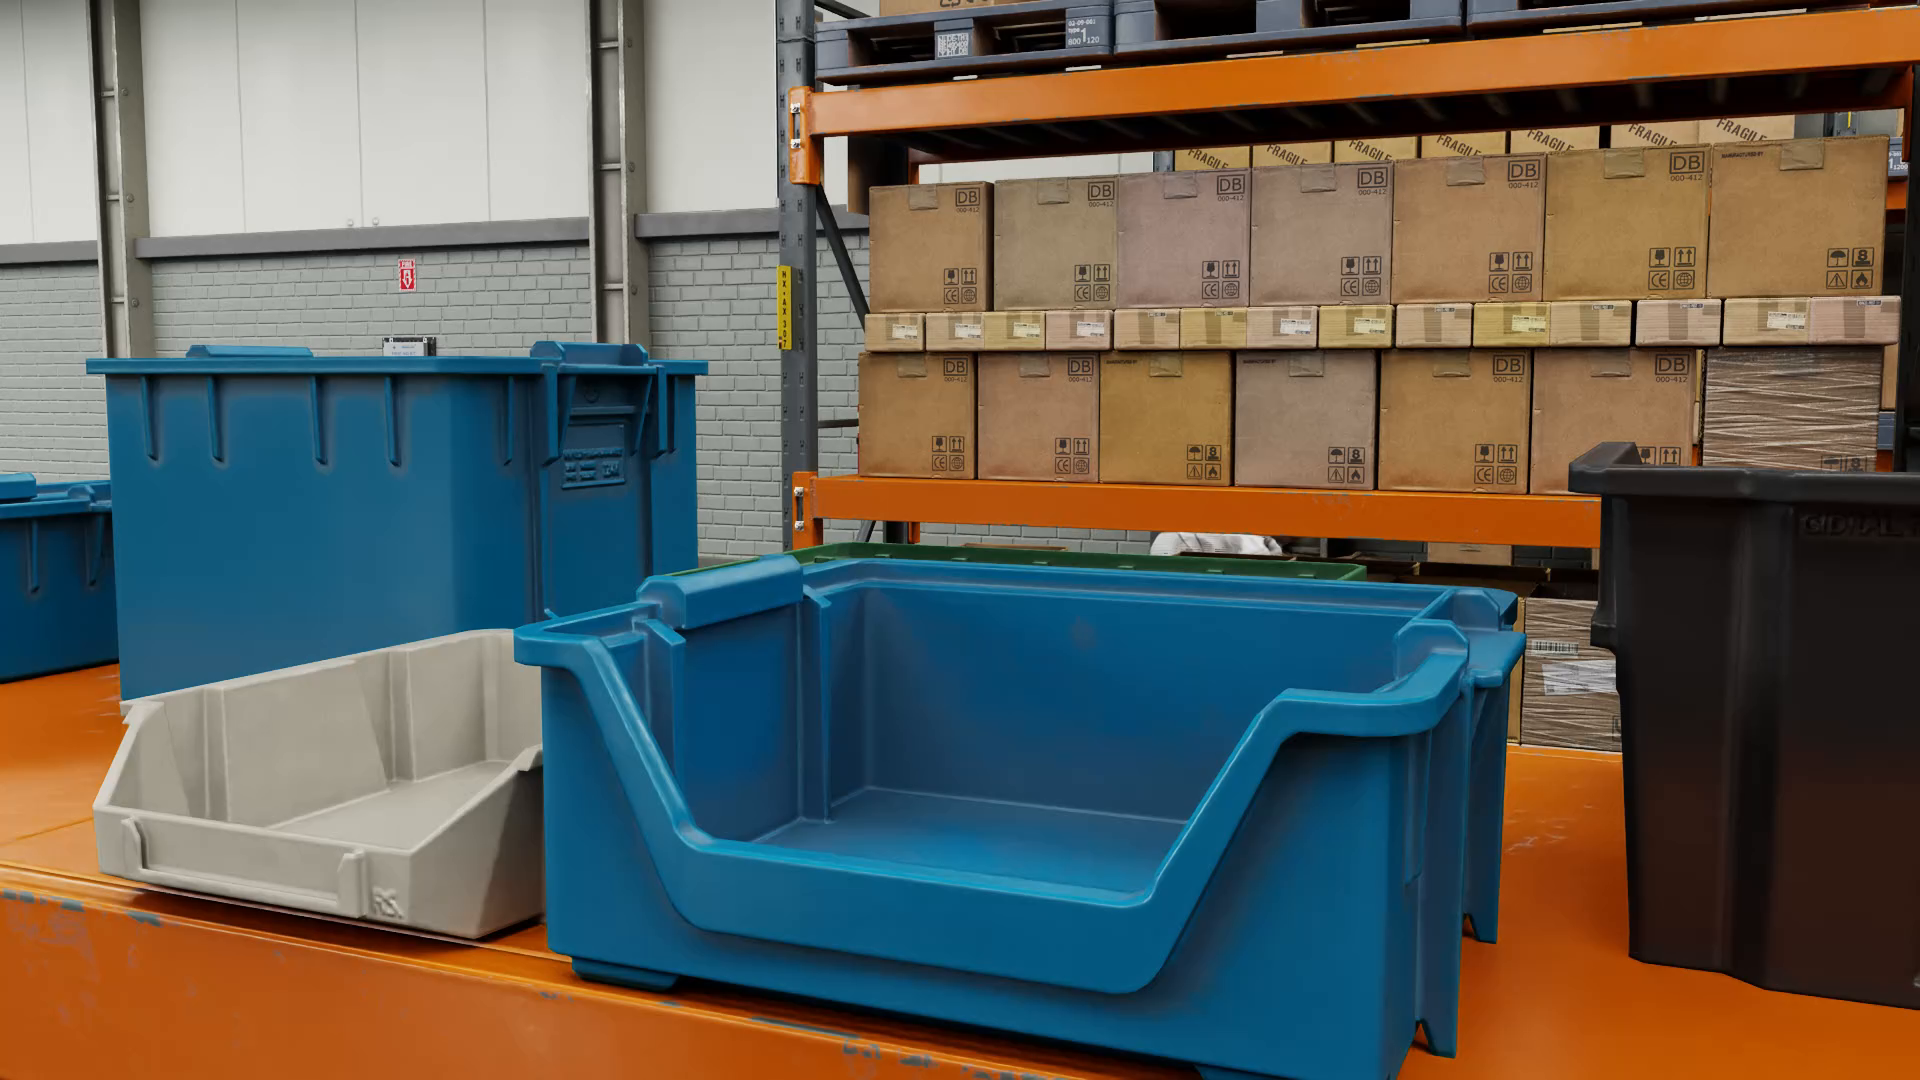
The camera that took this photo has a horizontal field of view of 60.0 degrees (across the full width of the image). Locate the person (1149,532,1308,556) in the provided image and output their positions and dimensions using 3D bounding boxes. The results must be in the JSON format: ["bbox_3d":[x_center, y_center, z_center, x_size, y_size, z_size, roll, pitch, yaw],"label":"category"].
[{"bbox_3d":[1.635,0.240,9.847,1.009,1.021,0.527,2,6,21],"label":"person"}]
